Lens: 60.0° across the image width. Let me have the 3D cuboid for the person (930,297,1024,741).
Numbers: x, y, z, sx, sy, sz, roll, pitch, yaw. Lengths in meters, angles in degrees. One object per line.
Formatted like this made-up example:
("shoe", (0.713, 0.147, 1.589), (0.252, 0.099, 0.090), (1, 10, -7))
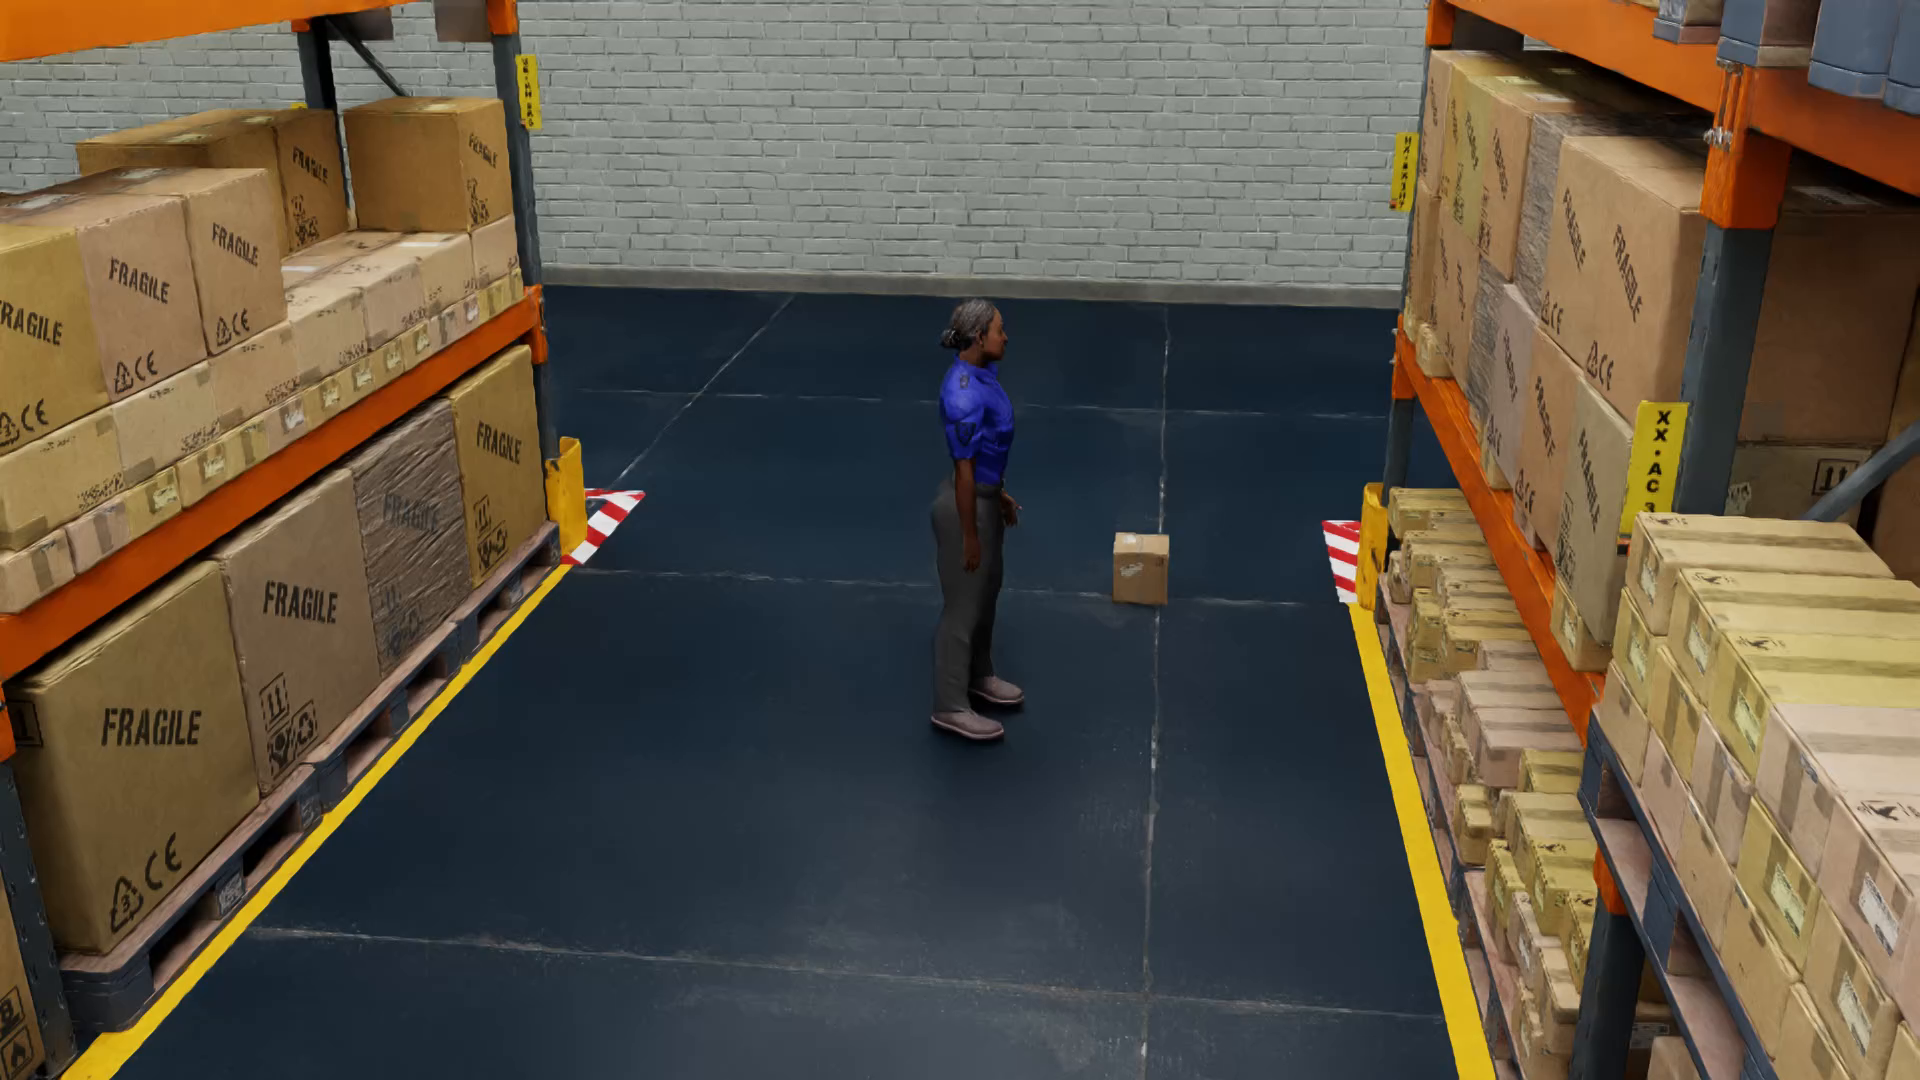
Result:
("person", (0.069, -0.095, 6.275), (0.354, 1.664, 0.490), (2, 21, 6))
